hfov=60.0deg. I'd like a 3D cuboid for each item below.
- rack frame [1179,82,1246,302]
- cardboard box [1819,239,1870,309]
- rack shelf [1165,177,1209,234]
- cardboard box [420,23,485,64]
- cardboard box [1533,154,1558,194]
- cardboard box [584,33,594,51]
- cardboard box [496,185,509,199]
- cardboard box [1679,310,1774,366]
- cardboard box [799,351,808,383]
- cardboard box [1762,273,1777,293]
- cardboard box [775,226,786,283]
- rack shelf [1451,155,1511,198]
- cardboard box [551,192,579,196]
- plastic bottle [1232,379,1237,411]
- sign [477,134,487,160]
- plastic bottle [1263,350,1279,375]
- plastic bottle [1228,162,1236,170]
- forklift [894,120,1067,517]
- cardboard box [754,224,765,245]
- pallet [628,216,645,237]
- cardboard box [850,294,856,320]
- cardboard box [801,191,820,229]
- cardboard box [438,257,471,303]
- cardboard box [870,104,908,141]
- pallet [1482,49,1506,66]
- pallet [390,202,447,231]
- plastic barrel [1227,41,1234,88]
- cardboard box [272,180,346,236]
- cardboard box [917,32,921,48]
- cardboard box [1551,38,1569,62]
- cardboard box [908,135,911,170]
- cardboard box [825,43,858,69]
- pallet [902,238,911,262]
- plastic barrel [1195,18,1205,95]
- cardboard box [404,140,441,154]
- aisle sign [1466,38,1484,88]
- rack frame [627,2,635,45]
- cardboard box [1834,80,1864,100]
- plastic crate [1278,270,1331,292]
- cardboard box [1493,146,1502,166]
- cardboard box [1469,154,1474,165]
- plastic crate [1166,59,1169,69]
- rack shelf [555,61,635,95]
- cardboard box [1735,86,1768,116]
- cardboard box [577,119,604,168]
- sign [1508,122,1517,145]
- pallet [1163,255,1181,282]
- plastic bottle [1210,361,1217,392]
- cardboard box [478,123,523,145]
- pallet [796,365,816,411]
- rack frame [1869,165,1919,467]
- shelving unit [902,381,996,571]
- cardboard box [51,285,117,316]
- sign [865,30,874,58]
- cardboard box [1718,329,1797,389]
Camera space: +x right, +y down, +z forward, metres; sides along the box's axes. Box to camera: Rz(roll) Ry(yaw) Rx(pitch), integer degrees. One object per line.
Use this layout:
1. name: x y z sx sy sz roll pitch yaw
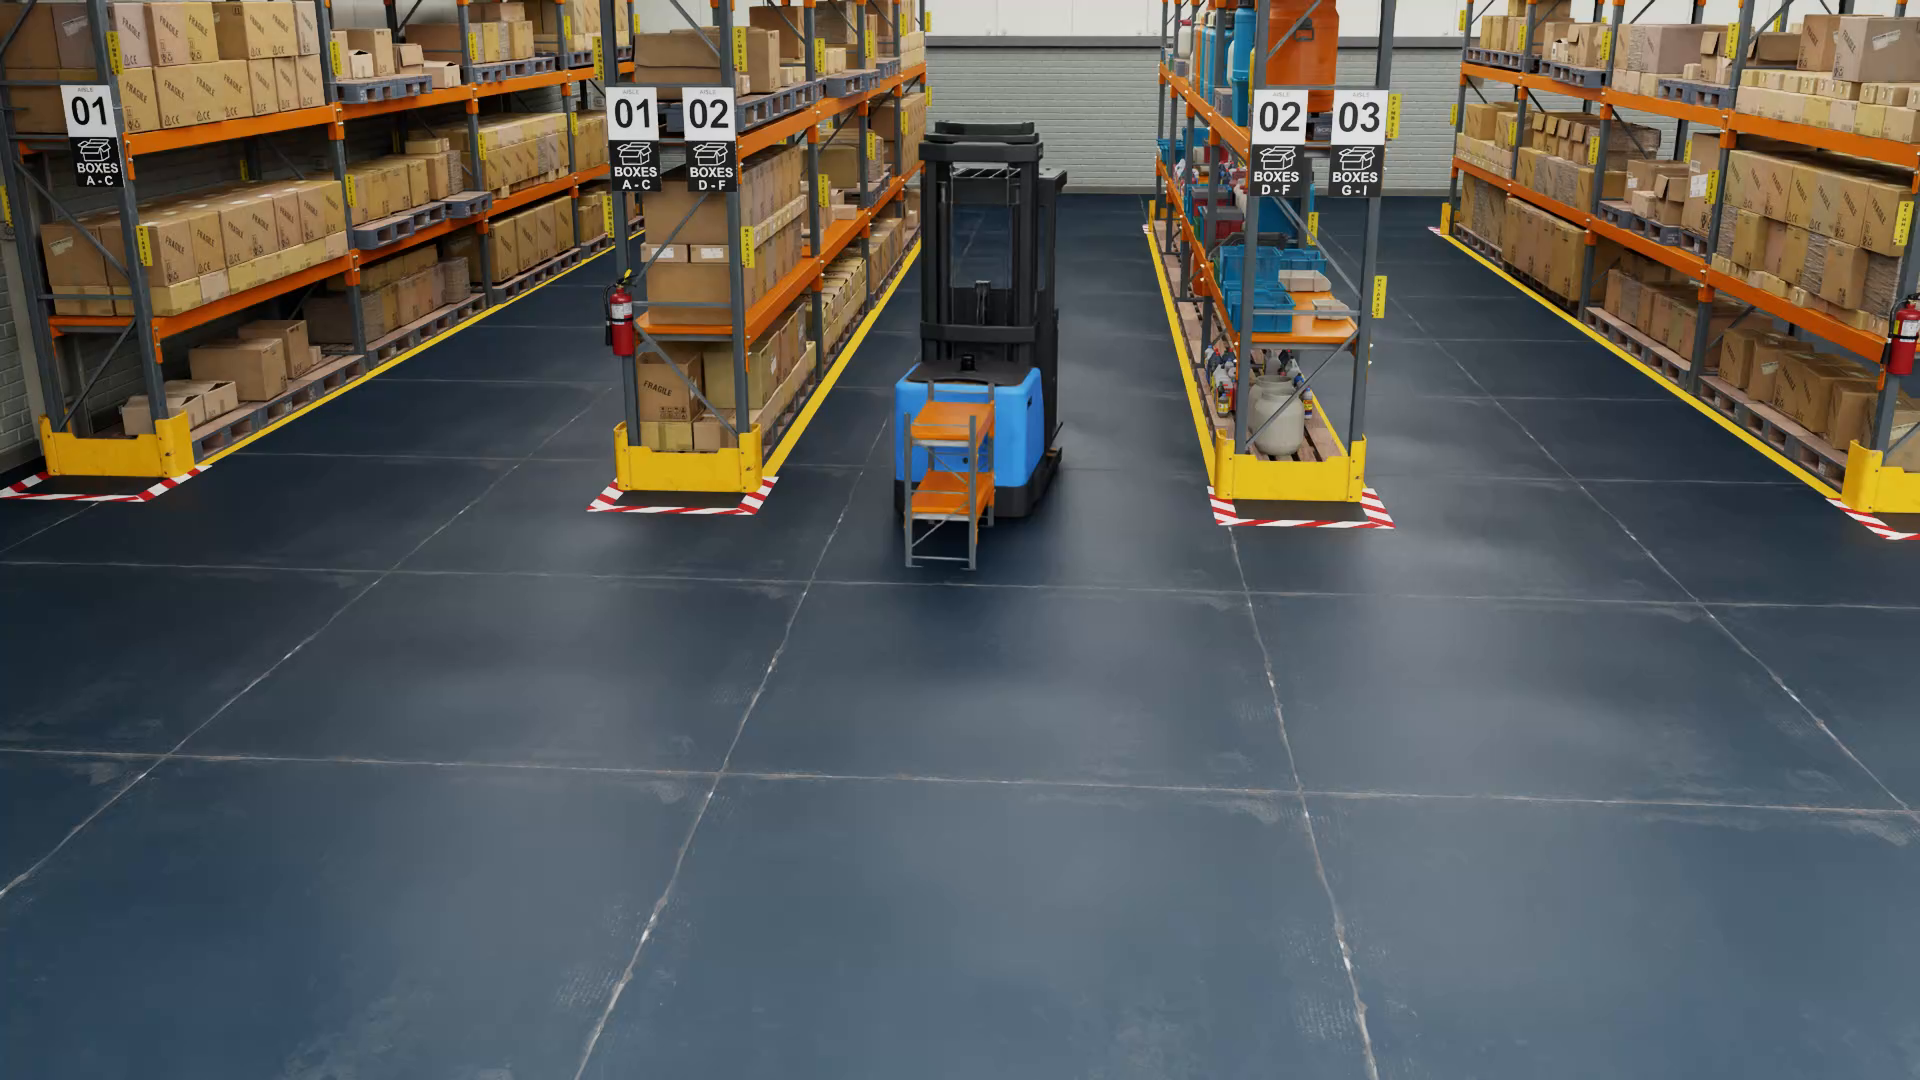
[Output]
1. rack frame: 3.280 -4.257 20.596 1.000 3.000 0.127 1 18 4
2. cardboard box: 7.629 -2.179 13.616 0.875 0.500 0.500 1 18 4
3. rack shelf: 3.423 -4.536 22.604 1.077 0.370 4.000 1 18 4
4. cardboard box: -6.639 -6.477 21.690 0.700 0.500 0.500 0 18 1
5. cardboard box: 8.153 -4.987 22.665 0.500 0.500 0.500 1 18 3
6. cardboard box: -5.952 -7.688 25.657 0.500 0.250 0.500 1 18 3
7. cardboard box: -6.217 -4.624 22.088 0.380 0.149 0.250 2 18 6
8. cardboard box: 7.998 -2.115 17.369 0.700 0.500 0.500 0 18 0
9. cardboard box: -1.808 -1.715 16.581 0.500 0.250 0.500 1 18 4
10. cardboard box: 7.553 -2.336 15.137 0.380 0.149 0.250 1 18 4
11. cardboard box: -2.044 -2.716 15.734 0.700 0.500 0.500 2 18 5
12. rack shelf: 8.650 -5.668 26.058 1.077 0.370 4.000 1 18 4
13. cardboard box: -6.314 -5.475 26.613 0.380 0.149 0.250 1 18 2
14. plastic bottle: 2.552 -1.346 15.369 0.061 0.283 0.133 1 18 4
15. sign: -6.060 -4.981 21.075 0.100 0.325 0.005 1 18 4
16. plastic bottle: 3.090 -1.761 16.529 0.144 0.351 0.185 1 18 4
17. plastic bottle: 3.814 -5.125 23.327 0.144 0.351 0.185 1 18 4
18. forklift: 0.272 -1.986 13.776 1.130 2.935 3.031 3 18 10
19. cardboard box: -1.919 -2.677 14.574 0.380 0.149 0.250 1 18 2
20. pallet: -6.008 -5.387 28.525 1.003 0.211 1.213 1 18 4
21. cardboard box: -1.528 -2.776 19.820 0.500 0.250 0.500 2 18 5
22. cardboard box: -1.838 -3.575 18.357 0.500 0.500 0.500 3 18 8
23. cardboard box: -6.602 -3.274 20.906 0.700 0.500 0.500 2 18 5
24. cardboard box: -1.060 -6.273 24.985 0.500 0.500 0.500 2 18 5
25. pallet: 8.666 -7.403 25.525 1.003 0.211 1.213 1 18 4
26. pallet: -6.703 -3.771 19.422 1.003 0.211 1.213 1 18 4
27. plastic barrel: 2.766 -4.563 15.860 0.421 0.512 0.421 0 18 0
28. cardboard box: -6.614 -3.376 16.914 0.500 0.500 0.500 1 18 4
29. cardboard box: -0.905 -8.124 27.020 0.500 0.250 0.500 1 18 4
30. cardboard box: 8.338 -6.632 22.498 0.500 0.311 0.500 1 18 2
31. cardboard box: -1.032 -5.970 25.663 0.500 0.500 0.500 2 18 5
32. cardboard box: -1.663 -5.978 20.871 0.910 0.500 0.500 1 18 4
33. pallet: -1.324 -4.499 25.814 1.003 0.211 1.213 1 18 4
34. plastic barrel: 2.957 -5.433 18.679 0.600 0.830 0.708 1 18 4
35. cardboard box: -6.605 -4.835 20.451 0.380 0.149 0.250 -2 18 -5
36. aisle sign: 8.499 -7.895 27.526 0.394 0.787 0.004 1 18 4
37. rack frame: -6.028 -9.813 27.920 1.000 3.000 0.127 1 18 4
38. cardboard box: 7.455 -3.702 13.688 0.380 0.149 0.250 0 18 1
39. plastic crate: 3.129 -2.379 15.290 0.530 0.136 0.437 1 18 4
40. cardboard box: 8.311 -5.762 24.954 0.500 0.250 0.500 2 18 6
41. cardboard box: 8.367 -6.089 26.593 0.380 0.149 0.250 1 18 3
42. plastic crate: 3.278 -7.203 25.193 0.293 0.136 0.466 1 18 4
43. rack shelf: -6.172 -7.425 26.603 1.077 0.370 4.000 1 18 4
44. cardboard box: 7.645 -4.124 15.615 0.500 0.250 0.500 1 18 2
45. cardboard box: -6.202 -6.257 26.221 0.980 0.700 0.700 1 18 3
46. sign: 7.953 -5.849 23.940 0.100 0.325 0.005 1 18 4
47. pallet: 3.469 -3.935 24.093 1.003 0.211 1.213 1 18 4
48. plastic bottle: 2.454 -1.582 16.090 0.061 0.283 0.133 2 18 6
49. cardboard box: -6.243 -5.490 22.486 0.500 0.250 0.500 1 18 4
50. pallet: -2.046 -1.555 16.829 1.003 0.211 1.213 1 18 4
51. rack frame: 7.646 -1.661 12.676 1.000 3.000 0.127 1 18 4
52. shelving unit: -0.065 -0.488 12.106 0.538 1.125 1.048 3 18 8
53. cardboard box: -7.335 -2.081 14.165 0.500 0.250 0.500 2 18 5
54. sign: -1.108 -6.062 20.332 0.100 0.325 0.005 1 18 4
55. cardboard box: 7.864 -1.792 16.415 0.500 0.500 0.500 1 18 2
